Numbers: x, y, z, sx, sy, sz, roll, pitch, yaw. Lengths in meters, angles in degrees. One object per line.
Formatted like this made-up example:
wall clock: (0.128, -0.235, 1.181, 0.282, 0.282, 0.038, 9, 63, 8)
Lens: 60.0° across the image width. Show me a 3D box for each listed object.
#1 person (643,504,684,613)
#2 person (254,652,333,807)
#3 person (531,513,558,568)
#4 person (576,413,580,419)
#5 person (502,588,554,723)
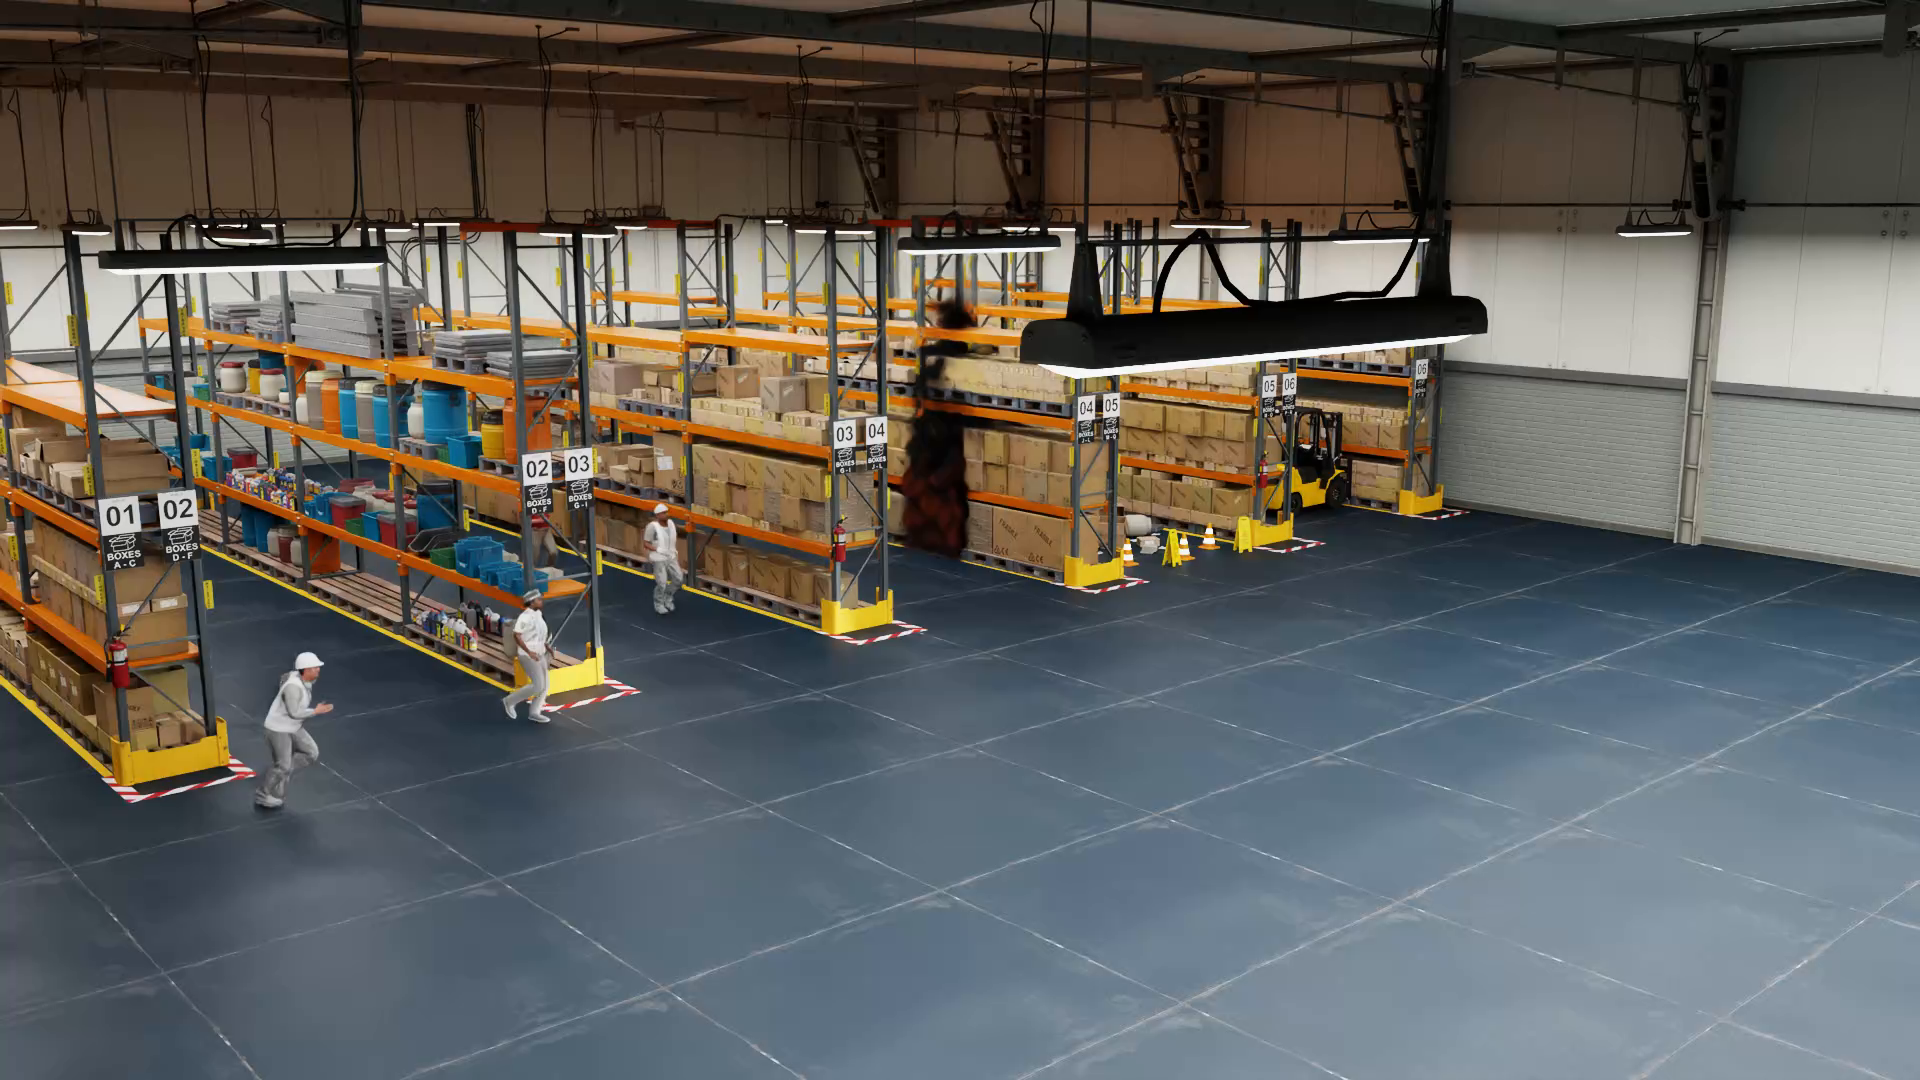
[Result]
person: (-4.589, 0.302, 25.890, 0.603, 1.744, 0.679, 11, 16, 44)
person: (-7.130, 1.998, 17.793, 0.882, 1.643, 0.686, -2, 12, -8)
person: (-7.062, -0.060, 27.915, 0.767, 1.786, 0.638, 10, 15, 42)
person: (-8.629, -2.063, 37.885, 0.585, 1.694, 0.855, -8, 14, -34)
person: (-5.365, 1.418, 20.716, 0.574, 1.639, 0.653, 1, 11, 5)
